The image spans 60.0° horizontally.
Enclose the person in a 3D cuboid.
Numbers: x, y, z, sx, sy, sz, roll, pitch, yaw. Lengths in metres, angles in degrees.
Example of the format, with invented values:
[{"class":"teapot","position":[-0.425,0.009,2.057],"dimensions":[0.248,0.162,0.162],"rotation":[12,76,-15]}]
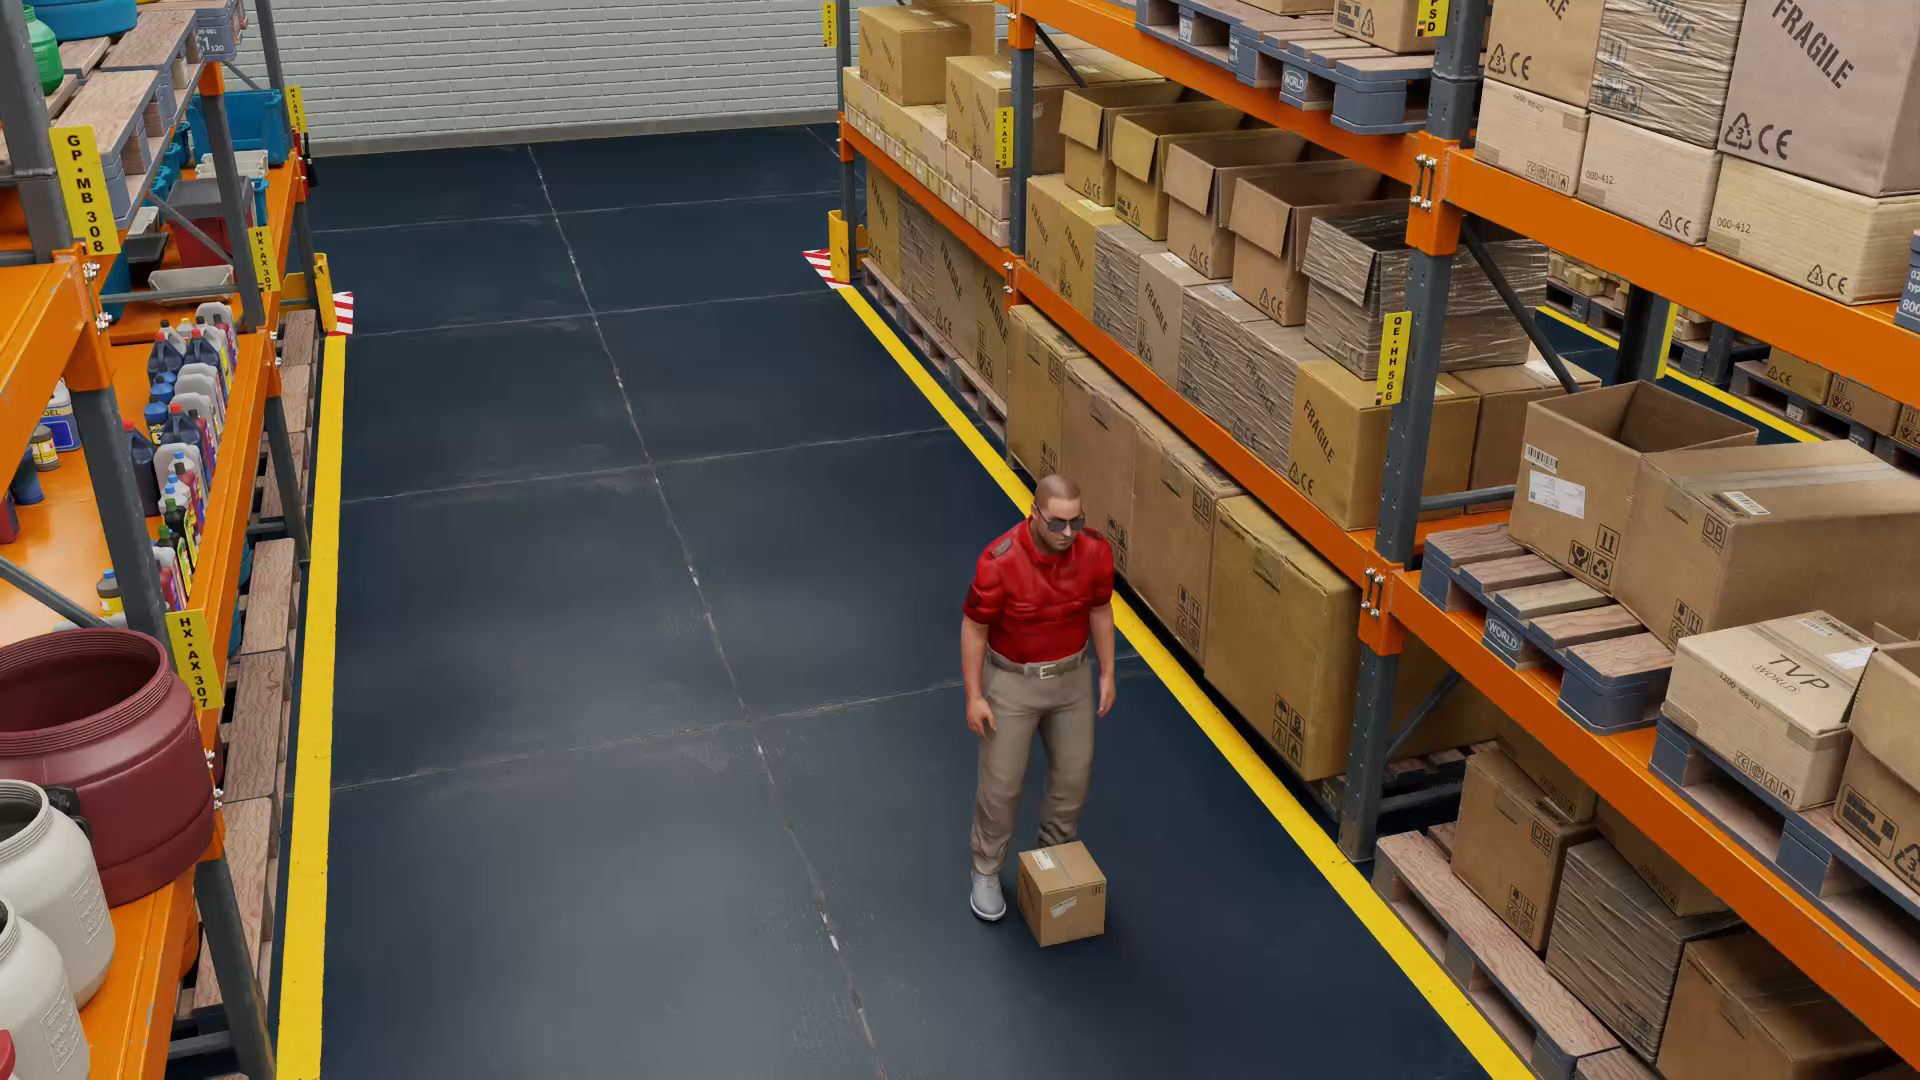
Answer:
[{"class":"person","position":[0.291,0.537,6.036],"dimensions":[0.591,1.726,0.387],"rotation":[-9,27,-17]}]
